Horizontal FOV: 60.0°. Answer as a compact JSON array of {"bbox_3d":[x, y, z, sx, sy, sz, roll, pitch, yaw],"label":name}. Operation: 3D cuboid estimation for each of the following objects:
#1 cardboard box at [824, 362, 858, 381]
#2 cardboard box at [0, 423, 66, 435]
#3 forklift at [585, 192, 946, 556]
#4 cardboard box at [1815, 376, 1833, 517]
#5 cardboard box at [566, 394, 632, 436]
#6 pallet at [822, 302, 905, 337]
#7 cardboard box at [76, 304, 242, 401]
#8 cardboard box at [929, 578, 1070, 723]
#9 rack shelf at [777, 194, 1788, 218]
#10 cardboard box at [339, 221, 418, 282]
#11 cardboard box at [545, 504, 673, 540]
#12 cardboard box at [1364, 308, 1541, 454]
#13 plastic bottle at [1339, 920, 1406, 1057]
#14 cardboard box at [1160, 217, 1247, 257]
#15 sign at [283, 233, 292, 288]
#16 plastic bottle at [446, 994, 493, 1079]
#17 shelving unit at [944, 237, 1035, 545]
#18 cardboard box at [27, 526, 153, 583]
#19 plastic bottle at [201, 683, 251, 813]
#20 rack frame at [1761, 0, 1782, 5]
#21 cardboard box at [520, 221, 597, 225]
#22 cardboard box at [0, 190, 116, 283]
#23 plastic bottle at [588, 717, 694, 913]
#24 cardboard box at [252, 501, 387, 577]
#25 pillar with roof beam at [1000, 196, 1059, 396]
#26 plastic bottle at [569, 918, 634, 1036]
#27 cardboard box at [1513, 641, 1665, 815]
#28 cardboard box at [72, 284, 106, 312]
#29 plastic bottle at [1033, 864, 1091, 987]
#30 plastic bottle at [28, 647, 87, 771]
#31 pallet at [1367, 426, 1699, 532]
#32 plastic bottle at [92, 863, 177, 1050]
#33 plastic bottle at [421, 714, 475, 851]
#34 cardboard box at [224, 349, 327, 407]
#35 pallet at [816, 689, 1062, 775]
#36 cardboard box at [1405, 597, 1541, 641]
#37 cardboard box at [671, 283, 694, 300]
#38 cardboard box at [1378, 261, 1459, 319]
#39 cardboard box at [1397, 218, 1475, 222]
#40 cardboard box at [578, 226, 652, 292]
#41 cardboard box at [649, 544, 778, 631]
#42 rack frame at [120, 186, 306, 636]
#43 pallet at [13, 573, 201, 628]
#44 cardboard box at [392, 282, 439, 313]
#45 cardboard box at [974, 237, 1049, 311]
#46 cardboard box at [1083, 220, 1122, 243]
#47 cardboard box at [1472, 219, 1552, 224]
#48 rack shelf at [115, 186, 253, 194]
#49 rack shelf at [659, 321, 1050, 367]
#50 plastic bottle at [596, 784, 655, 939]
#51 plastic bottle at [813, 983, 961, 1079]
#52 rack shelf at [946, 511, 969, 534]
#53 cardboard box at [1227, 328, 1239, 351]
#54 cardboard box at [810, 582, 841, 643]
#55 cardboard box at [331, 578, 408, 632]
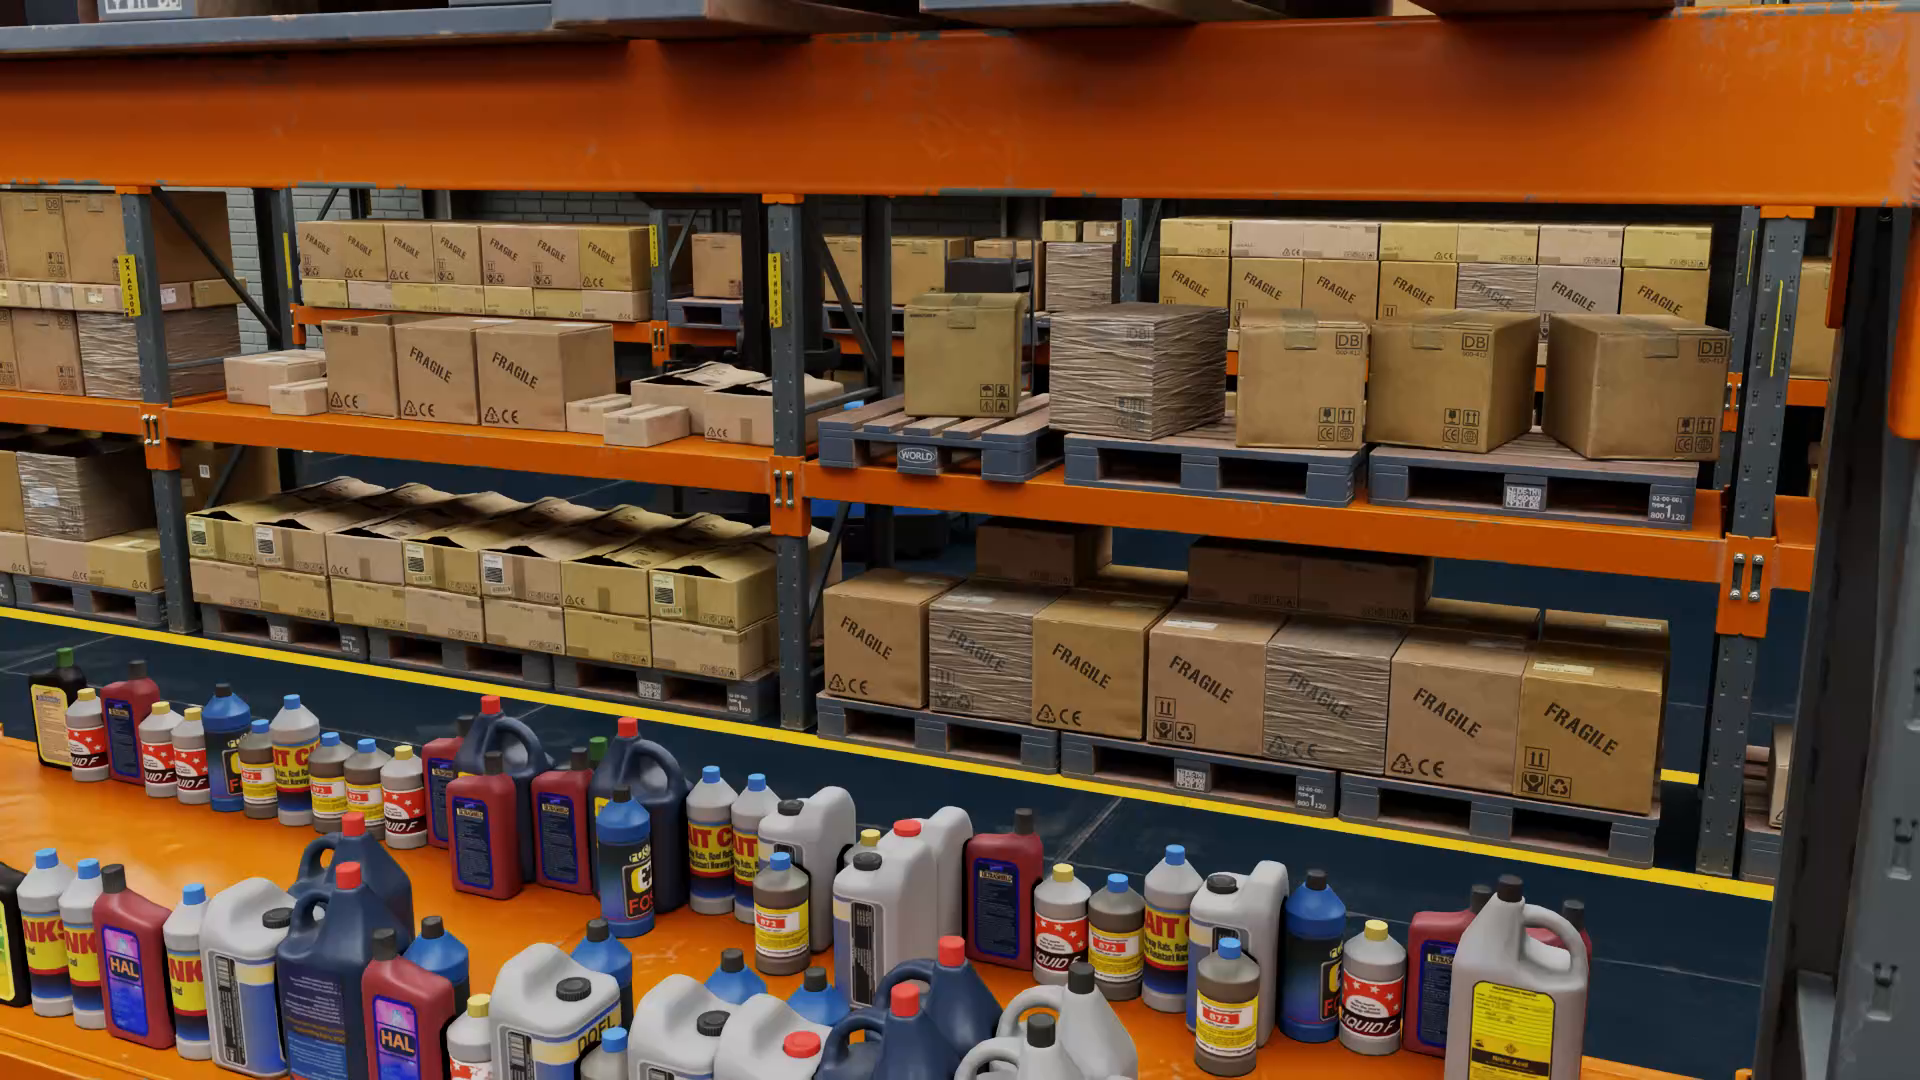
[{"bbox_3d":[-1.167,-1.320,13.681,0.500,0.250,0.500,5,14,22],"label":"cardboard box"},{"bbox_3d":[-5.923,-0.505,10.798,0.500,0.500,0.500,6,14,23],"label":"cardboard box"},{"bbox_3d":[-1.641,-1.382,11.227,3.031,2.935,1.130,-1,13,-5],"label":"forklift"},{"bbox_3d":[3.622,-0.343,6.431,0.500,0.500,0.500,6,14,24],"label":"cardboard box"},{"bbox_3d":[-1.785,-0.641,8.470,0.250,0.149,0.380,7,15,27],"label":"cardboard box"},{"bbox_3d":[-0.420,-1.773,13.166,1.213,0.211,1.003,6,14,23],"label":"pallet"},{"bbox_3d":[-4.662,-1.116,9.724,0.500,0.500,0.700,5,14,22],"label":"cardboard box"},{"bbox_3d":[0.185,0.495,7.589,0.500,0.500,0.500,5,14,21],"label":"cardboard box"},{"bbox_3d":[1.232,-1.582,6.940,4.000,0.370,1.077,6,14,23],"label":"rack shelf"},{"bbox_3d":[-5.145,-2.579,14.824,0.500,0.500,0.500,6,14,23],"label":"cardboard box"},{"bbox_3d":[-1.905,0.000,9.062,0.500,0.311,0.500,5,14,22],"label":"cardboard box"},{"bbox_3d":[2.064,-0.681,6.953,0.500,0.500,0.700,8,16,32],"label":"cardboard box"},{"bbox_3d":[0.654,0.702,2.633,0.097,0.201,0.097,0,13,0],"label":"plastic bottle"},{"bbox_3d":[1.744,-2.162,11.846,0.500,0.250,0.500,6,15,25],"label":"cardboard box"},{"bbox_3d":[-4.043,-1.667,9.930,0.005,0.325,0.100,6,14,23],"label":"sign"},{"bbox_3d":[-0.688,0.756,2.403,0.097,0.201,0.097,0,13,0],"label":"plastic bottle"},{"bbox_3d":[0.203,-1.009,11.459,0.503,2.100,0.431,5,14,22],"label":"shelving unit"},{"bbox_3d":[-5.219,0.061,10.026,0.500,0.250,0.500,6,14,23],"label":"cardboard box"},{"bbox_3d":[-1.576,0.442,3.587,0.097,0.271,0.097,0,13,0],"label":"plastic bottle"},{"bbox_3d":[5.064,-4.243,10.137,0.127,3.000,1.000,6,14,23],"label":"rack frame"},{"bbox_3d":[-3.521,-2.547,14.686,0.500,0.500,0.500,6,15,25],"label":"cardboard box"},{"bbox_3d":[-5.124,-1.794,9.774,0.500,0.500,0.700,6,14,23],"label":"cardboard box"},{"bbox_3d":[-0.599,0.508,3.131,0.185,0.351,0.144,6,14,23],"label":"plastic bottle"},{"bbox_3d":[-3.521,-0.028,9.181,0.500,0.311,0.500,6,14,23],"label":"cardboard box"},{"bbox_3d":[-1.175,-4.014,9.165,0.400,9.000,9.100,6,14,23],"label":"pillar with roof beam"},{"bbox_3d":[-0.537,0.699,2.492,0.097,0.271,0.097,0,13,0],"label":"plastic bottle"},{"bbox_3d":[2.494,0.730,6.586,0.500,0.500,0.500,6,14,23],"label":"cardboard box"},{"bbox_3d":[-4.814,-1.395,9.496,0.250,0.149,0.380,5,14,22],"label":"cardboard box"},{"bbox_3d":[0.175,0.653,2.839,0.097,0.201,0.097,0,13,0],"label":"plastic bottle"},{"bbox_3d":[-2.063,0.382,3.815,0.133,0.283,0.061,6,14,23],"label":"plastic bottle"},{"bbox_3d":[2.374,-0.290,6.846,1.213,0.211,1.003,6,14,23],"label":"pallet"},{"bbox_3d":[-1.303,0.658,2.640,0.133,0.283,0.061,6,14,23],"label":"plastic bottle"},{"bbox_3d":[-1.018,0.488,3.364,0.133,0.283,0.061,6,14,23],"label":"plastic bottle"},{"bbox_3d":[-3.786,-0.918,9.428,0.500,0.250,0.500,7,15,27],"label":"cardboard box"},{"bbox_3d":[0.071,0.778,7.979,1.213,0.211,1.003,6,14,23],"label":"pallet"},{"bbox_3d":[2.225,0.573,7.255,0.500,0.500,0.500,6,14,24],"label":"cardboard box"},{"bbox_3d":[-2.593,-2.087,14.368,0.500,0.250,0.500,6,14,24],"label":"cardboard box"},{"bbox_3d":[3.155,-1.654,11.323,0.500,0.500,0.500,6,15,25],"label":"cardboard box"},{"bbox_3d":[3.332,-2.129,11.705,0.500,0.250,0.500,5,14,22],"label":"cardboard box"},{"bbox_3d":[-2.808,-2.343,13.817,0.500,0.500,0.500,6,14,23],"label":"cardboard box"},{"bbox_3d":[-1.175,0.207,8.178,0.500,0.311,0.500,6,15,25],"label":"cardboard box"},{"bbox_3d":[-4.254,-1.027,9.566,0.127,3.000,1.000,6,14,23],"label":"rack frame"},{"bbox_3d":[-4.964,0.248,10.236,1.213,0.211,1.003,6,14,23],"label":"pallet"},{"bbox_3d":[-4.646,-2.164,14.696,0.500,0.250,0.500,6,14,22],"label":"cardboard box"},{"bbox_3d":[0.451,-2.042,12.711,0.500,0.500,0.700,4,14,18],"label":"cardboard box"},{"bbox_3d":[1.079,-2.296,12.373,0.250,0.149,0.380,4,14,16],"label":"cardboard box"},{"bbox_3d":[3.807,-2.080,11.496,0.500,0.250,0.500,5,14,21],"label":"cardboard box"},{"bbox_3d":[-6.082,-2.322,10.094,4.000,0.370,1.077,6,14,23],"label":"rack shelf"},{"bbox_3d":[-0.422,-1.527,13.270,4.000,0.370,1.077,6,14,23],"label":"rack shelf"},{"bbox_3d":[-0.608,0.576,3.015,0.097,0.271,0.097,0,13,0],"label":"plastic bottle"},{"bbox_3d":[-0.091,0.738,2.154,0.185,0.351,0.144,6,14,23],"label":"plastic bottle"},{"bbox_3d":[0.203,-0.314,11.623,0.480,0.518,0.431,5,14,22],"label":"rack shelf"},{"bbox_3d":[2.049,-1.433,11.803,0.250,0.149,0.380,6,15,25],"label":"cardboard box"},{"bbox_3d":[-0.956,0.367,8.723,0.500,0.250,0.500,6,14,23],"label":"cardboard box"},{"bbox_3d":[-3.044,0.291,9.048,0.500,0.250,0.500,5,14,22],"label":"cardboard box"}]
